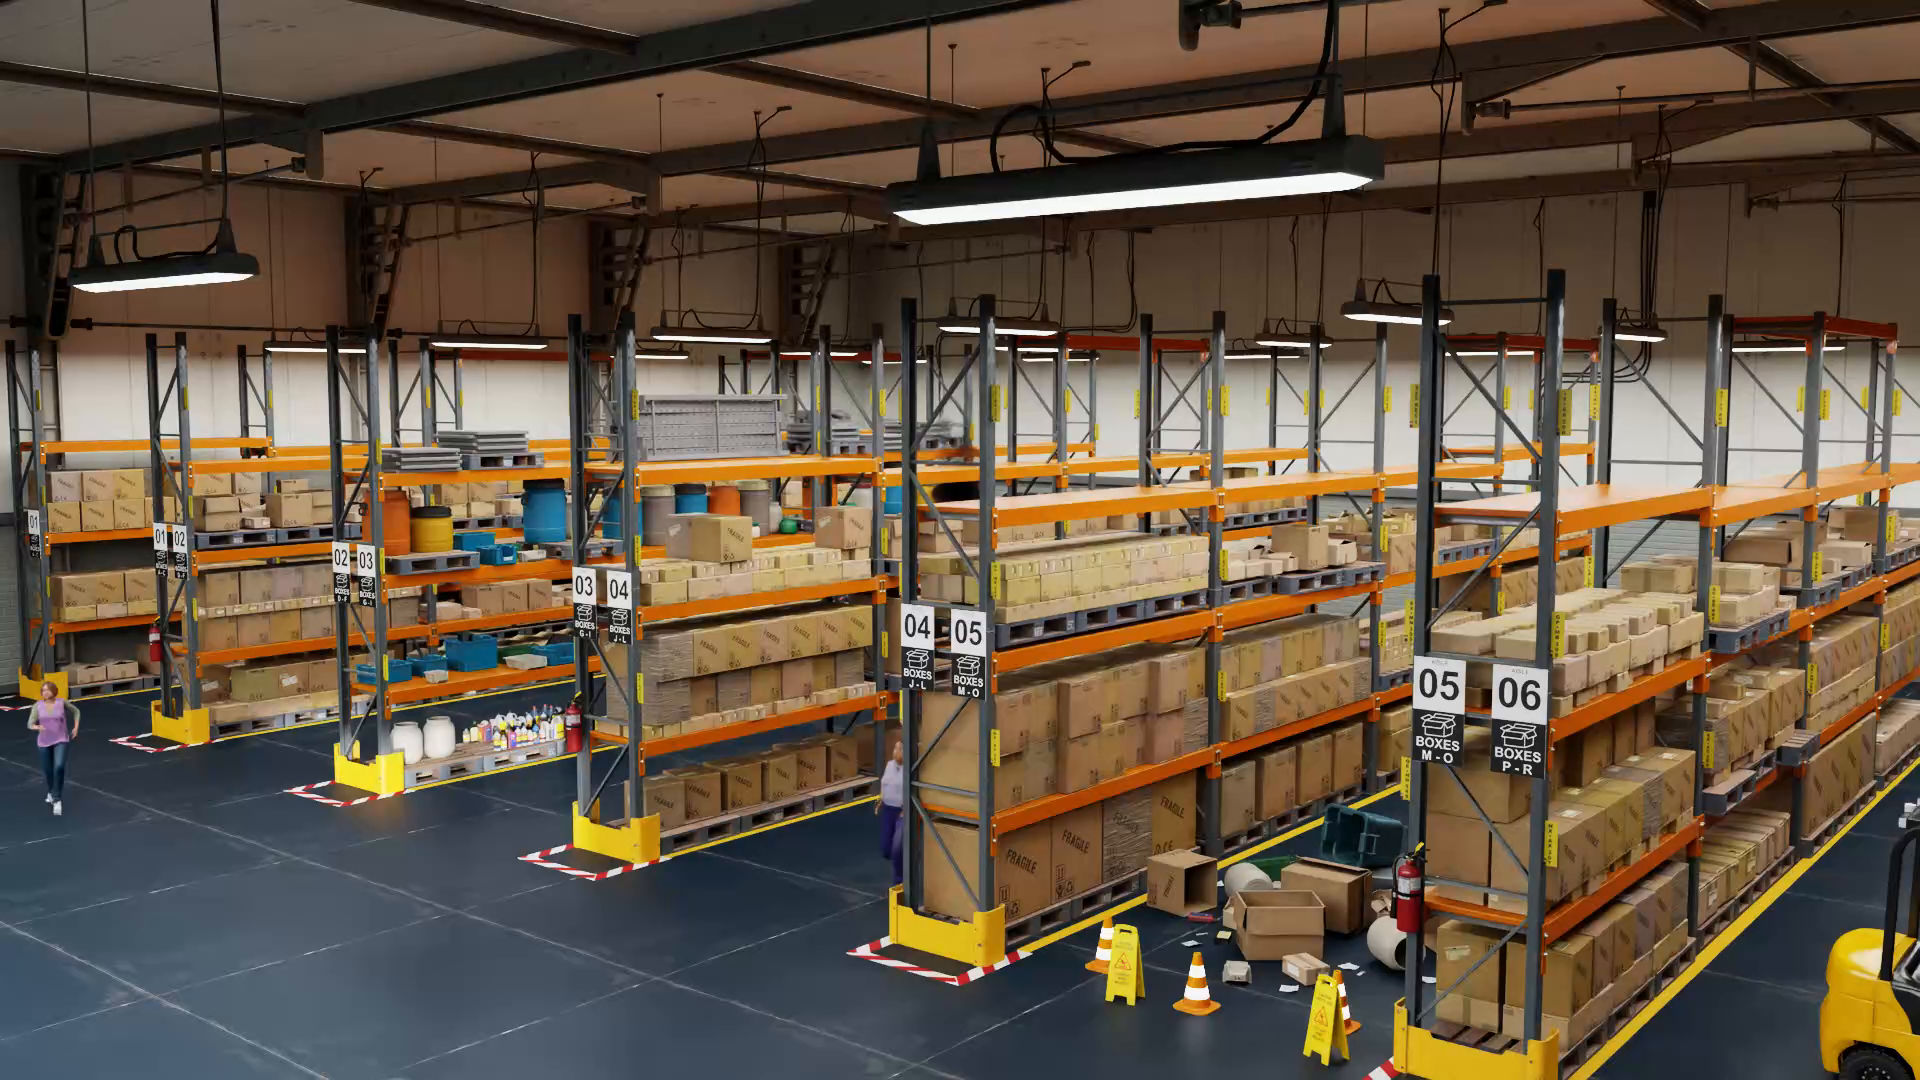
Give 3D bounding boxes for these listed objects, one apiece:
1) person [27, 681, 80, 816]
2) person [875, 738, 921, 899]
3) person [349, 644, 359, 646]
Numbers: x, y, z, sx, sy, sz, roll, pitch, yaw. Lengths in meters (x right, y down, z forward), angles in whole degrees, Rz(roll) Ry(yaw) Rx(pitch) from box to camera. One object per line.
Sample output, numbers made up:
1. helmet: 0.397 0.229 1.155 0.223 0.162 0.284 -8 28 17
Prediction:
1. person: -11.169 2.537 20.501 0.543 1.622 0.734 -2 5 -20
2. person: -0.562 2.829 17.099 0.627 1.614 0.651 3 6 33
3. person: -10.503 1.754 28.719 0.660 1.694 0.703 5 7 42
